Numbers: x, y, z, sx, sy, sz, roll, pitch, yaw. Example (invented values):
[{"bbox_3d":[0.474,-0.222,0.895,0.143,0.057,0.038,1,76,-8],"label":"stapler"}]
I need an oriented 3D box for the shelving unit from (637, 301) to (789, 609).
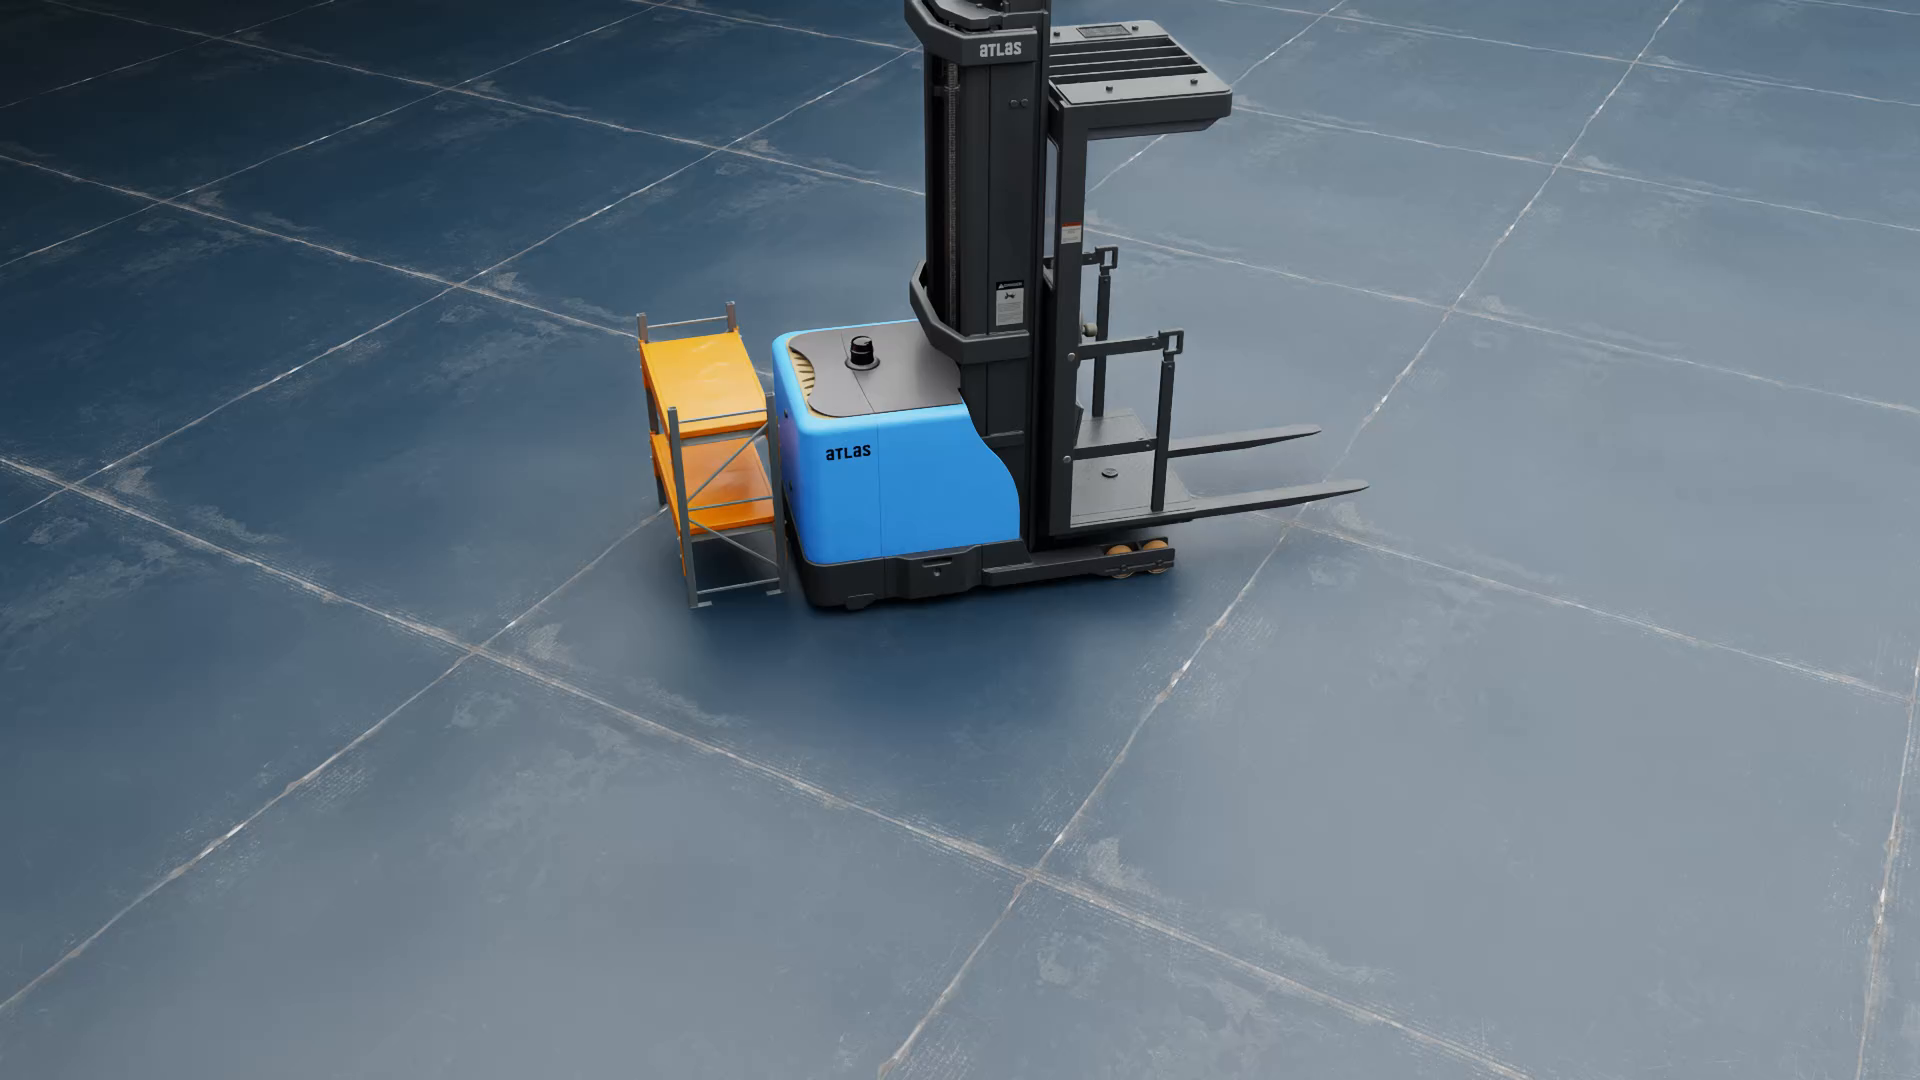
[{"bbox_3d":[-1.251,-0.443,8.401,0.538,1.125,1.048,-10,35,-14],"label":"shelving unit"}]

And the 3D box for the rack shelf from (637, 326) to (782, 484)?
[{"bbox_3d":[-1.251,-0.687,8.238,0.538,0.278,1.000,-10,35,-14],"label":"rack shelf"}]

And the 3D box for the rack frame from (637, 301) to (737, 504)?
[{"bbox_3d":[-1.400,-0.713,8.805,0.500,1.125,0.032,-10,35,-14],"label":"rack frame"}]

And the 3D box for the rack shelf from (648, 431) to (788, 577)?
[{"bbox_3d":[-1.251,-0.240,8.536,0.538,0.278,1.000,-10,35,-14],"label":"rack shelf"}]

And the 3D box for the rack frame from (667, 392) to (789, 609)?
[{"bbox_3d":[-1.103,-0.174,7.996,0.500,1.125,0.032,-10,35,-14],"label":"rack frame"}]

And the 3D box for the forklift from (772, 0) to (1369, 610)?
[{"bbox_3d":[0.613,-1.302,8.060,3.031,2.935,1.130,-8,34,-11],"label":"forklift"}]
